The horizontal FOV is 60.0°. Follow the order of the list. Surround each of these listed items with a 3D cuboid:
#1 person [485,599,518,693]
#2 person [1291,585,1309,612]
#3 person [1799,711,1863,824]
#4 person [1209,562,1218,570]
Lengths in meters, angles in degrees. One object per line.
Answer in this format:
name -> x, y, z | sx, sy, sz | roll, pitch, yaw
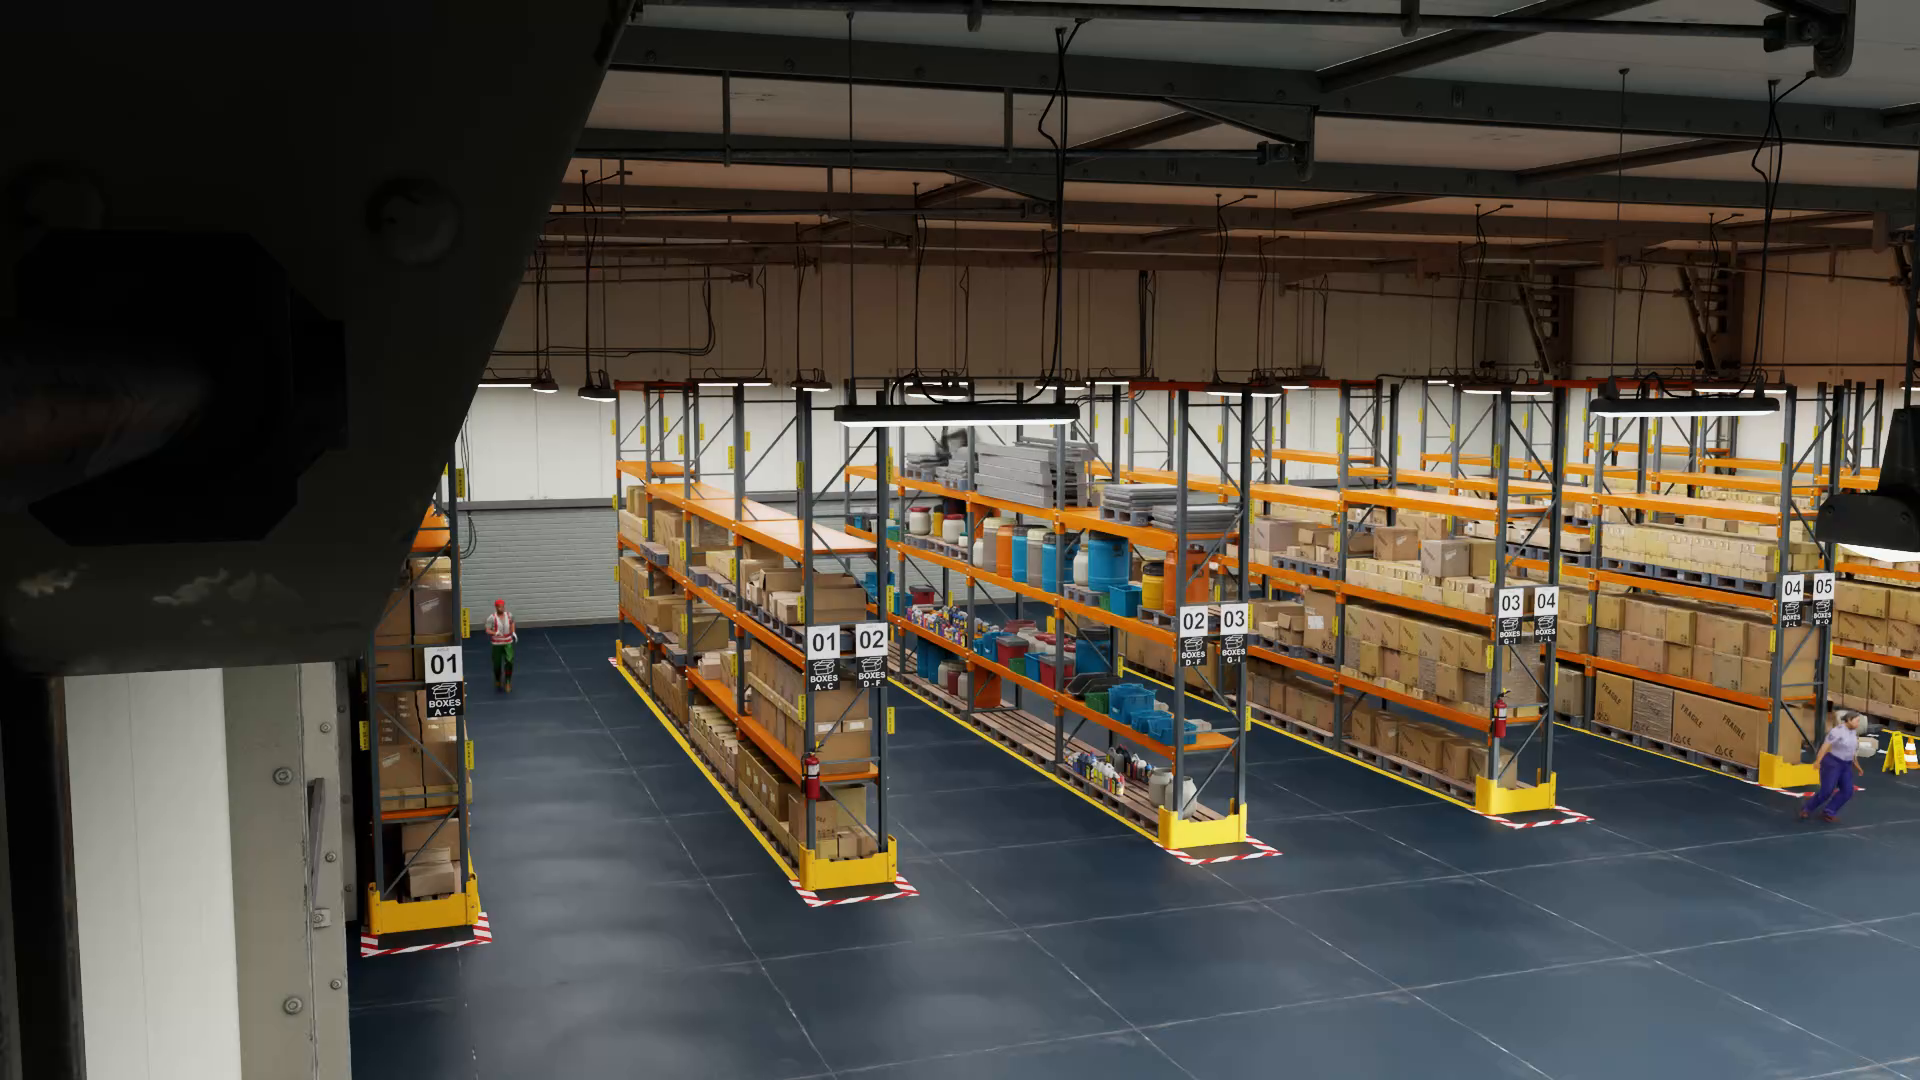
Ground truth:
person -> -8.861, 2.044, 32.185 | 0.632, 1.828, 0.842 | -3, 7, -24
person -> 7.137, 1.802, 34.871 | 0.638, 1.742, 0.461 | 1, 6, 9
person -> 12.049, 3.135, 23.006 | 0.748, 1.585, 0.592 | -4, 7, -33
person -> 6.400, 1.092, 41.696 | 0.565, 1.645, 0.854 | 3, 7, 24
